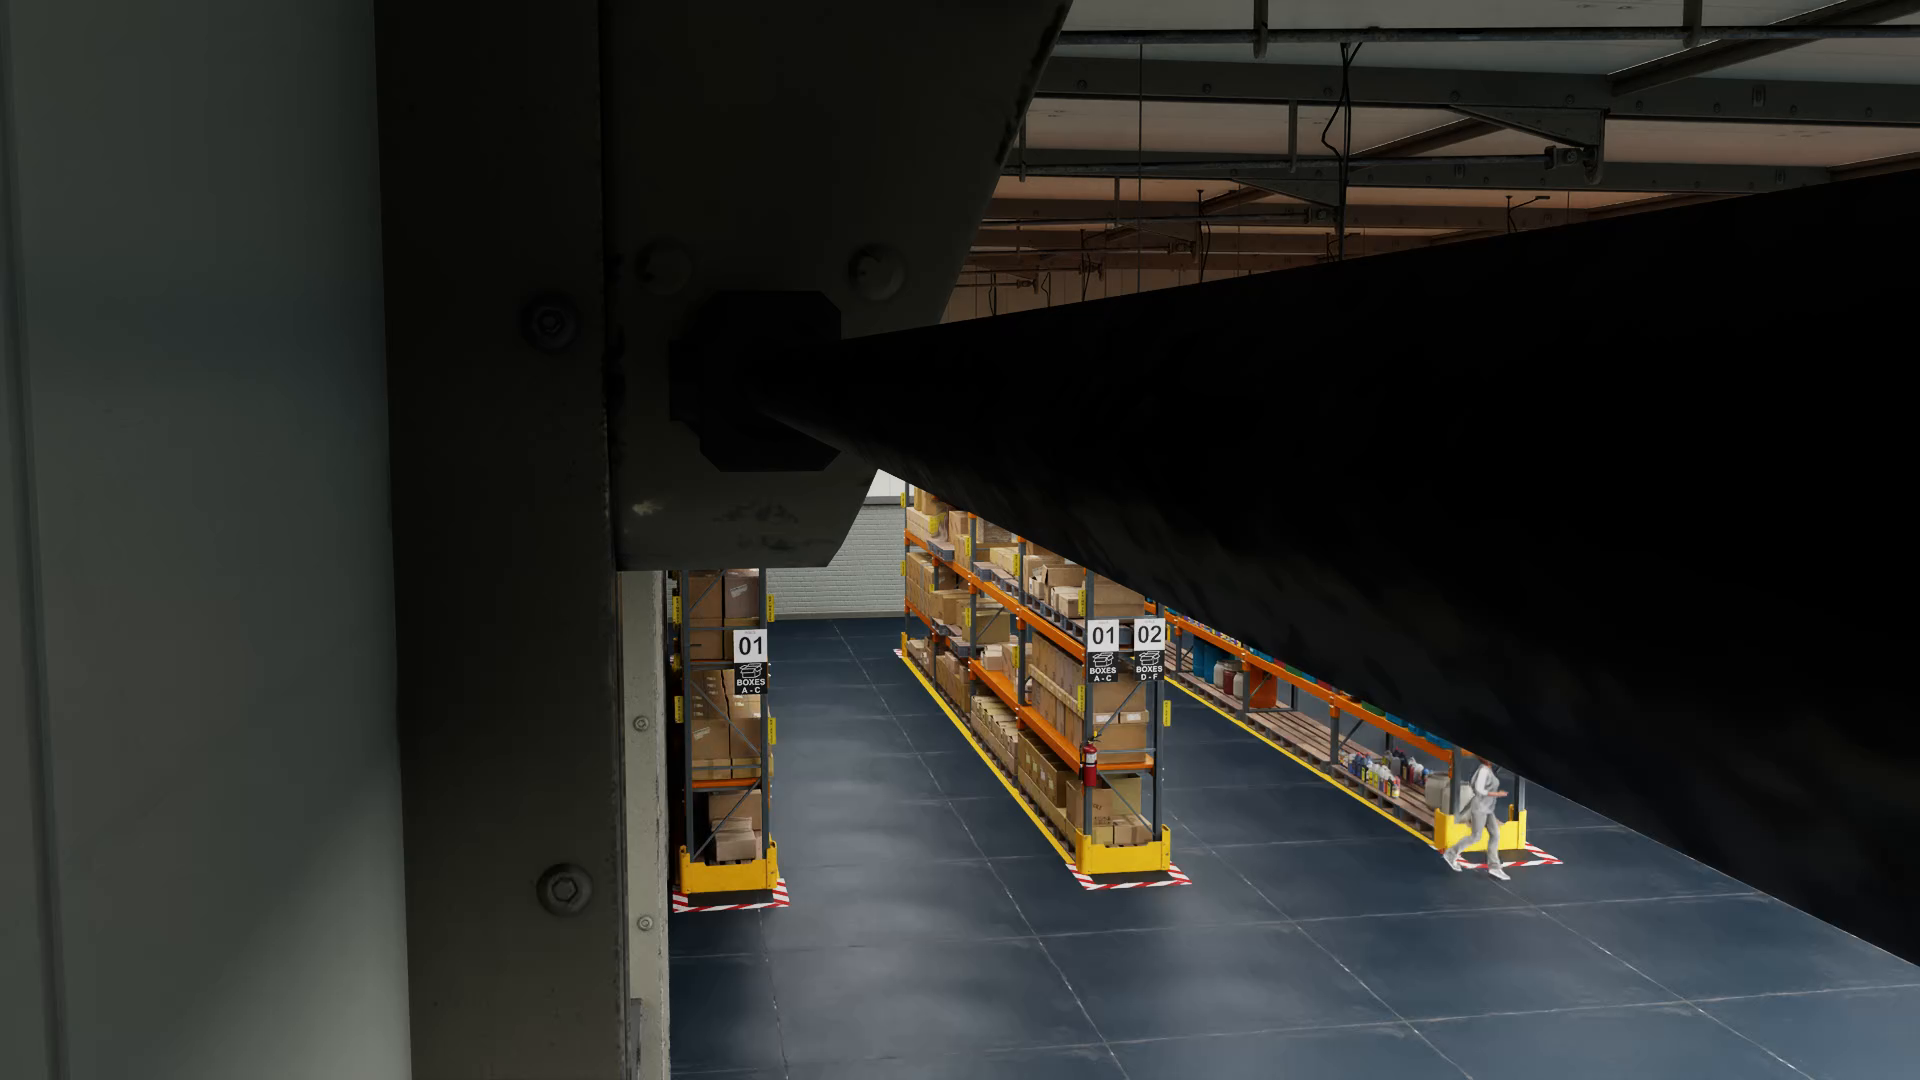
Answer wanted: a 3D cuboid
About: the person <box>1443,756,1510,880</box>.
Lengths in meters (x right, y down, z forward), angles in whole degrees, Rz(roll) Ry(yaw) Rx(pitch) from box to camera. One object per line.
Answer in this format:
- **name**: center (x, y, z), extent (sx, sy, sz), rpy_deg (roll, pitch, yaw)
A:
- **person**: center (6.482, 3.387, 20.727), extent (0.805, 1.608, 0.547), rpy_deg (3, 7, 28)
